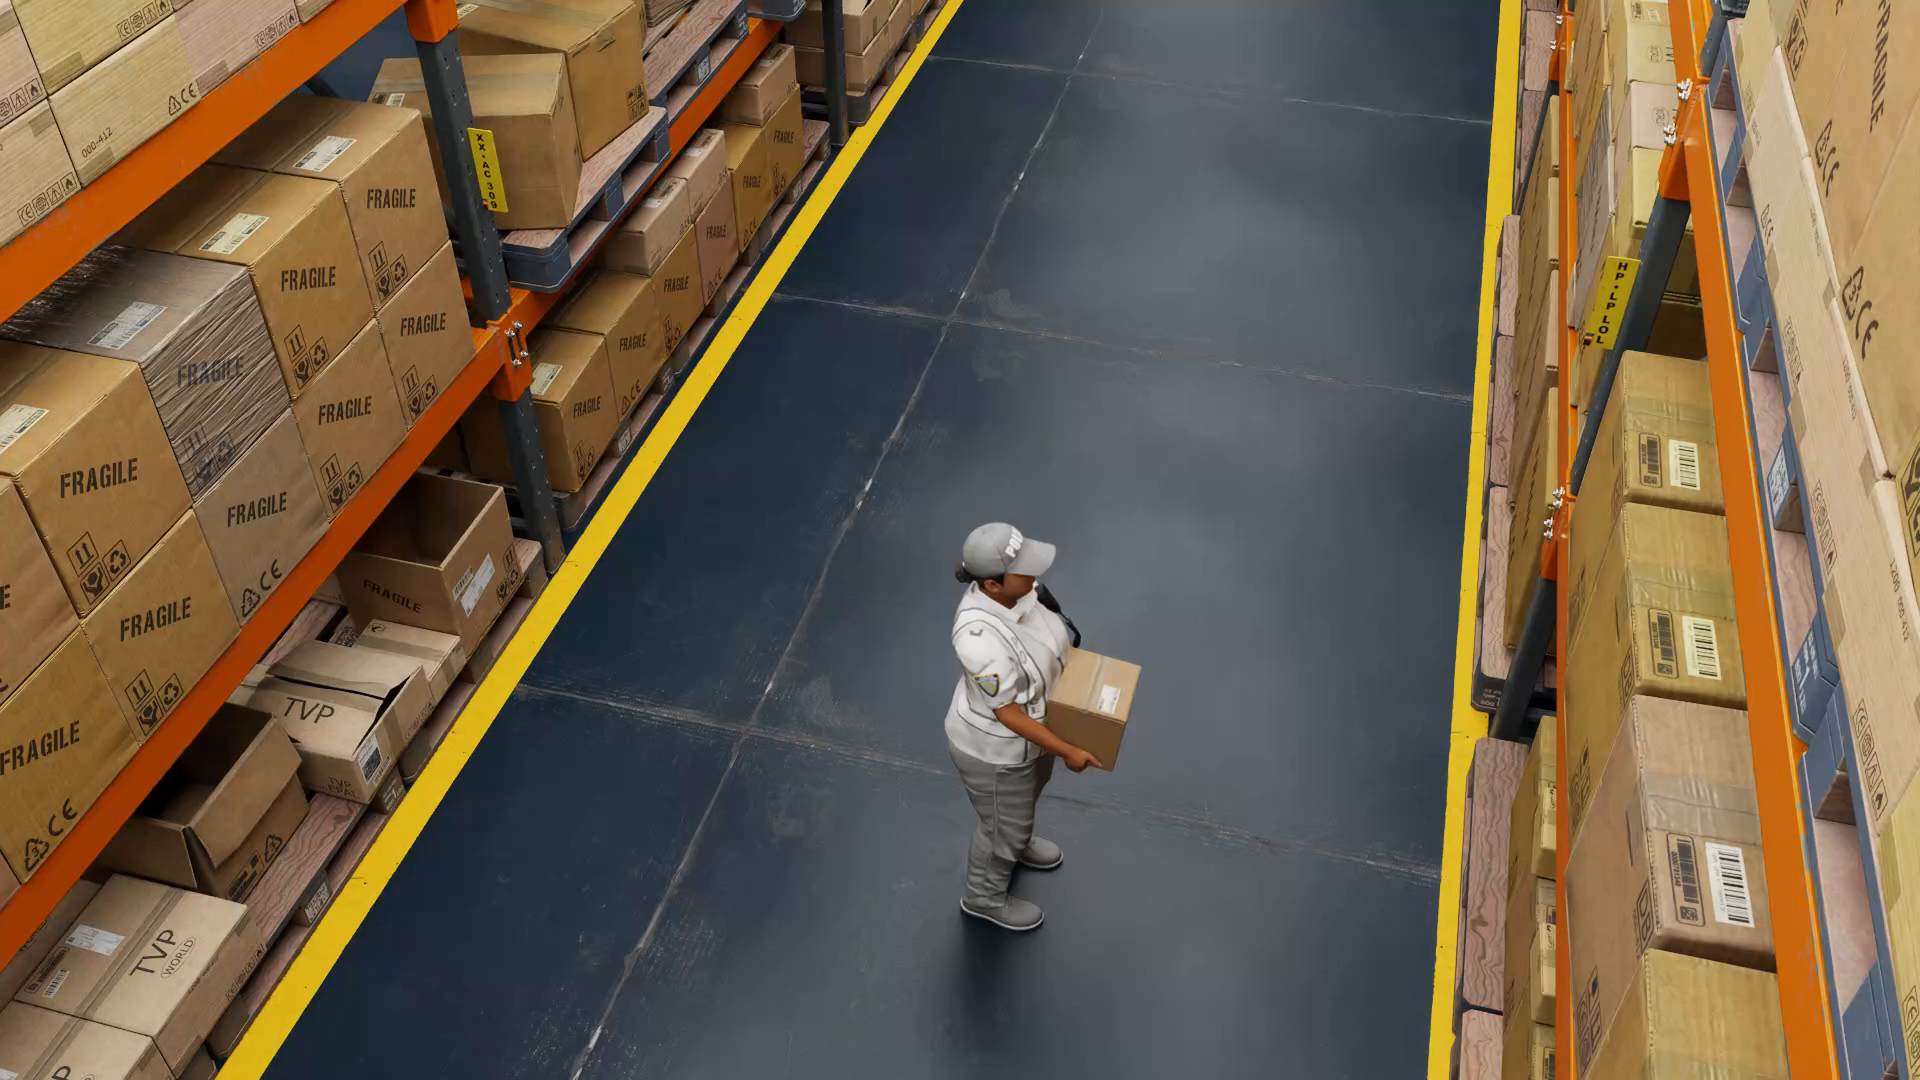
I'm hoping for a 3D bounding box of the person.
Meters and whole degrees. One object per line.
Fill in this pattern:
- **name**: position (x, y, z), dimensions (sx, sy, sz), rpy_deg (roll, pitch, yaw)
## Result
- **person**: position (0.229, 0.622, 5.455), dimensions (0.535, 1.654, 0.452), rpy_deg (11, 42, 12)
